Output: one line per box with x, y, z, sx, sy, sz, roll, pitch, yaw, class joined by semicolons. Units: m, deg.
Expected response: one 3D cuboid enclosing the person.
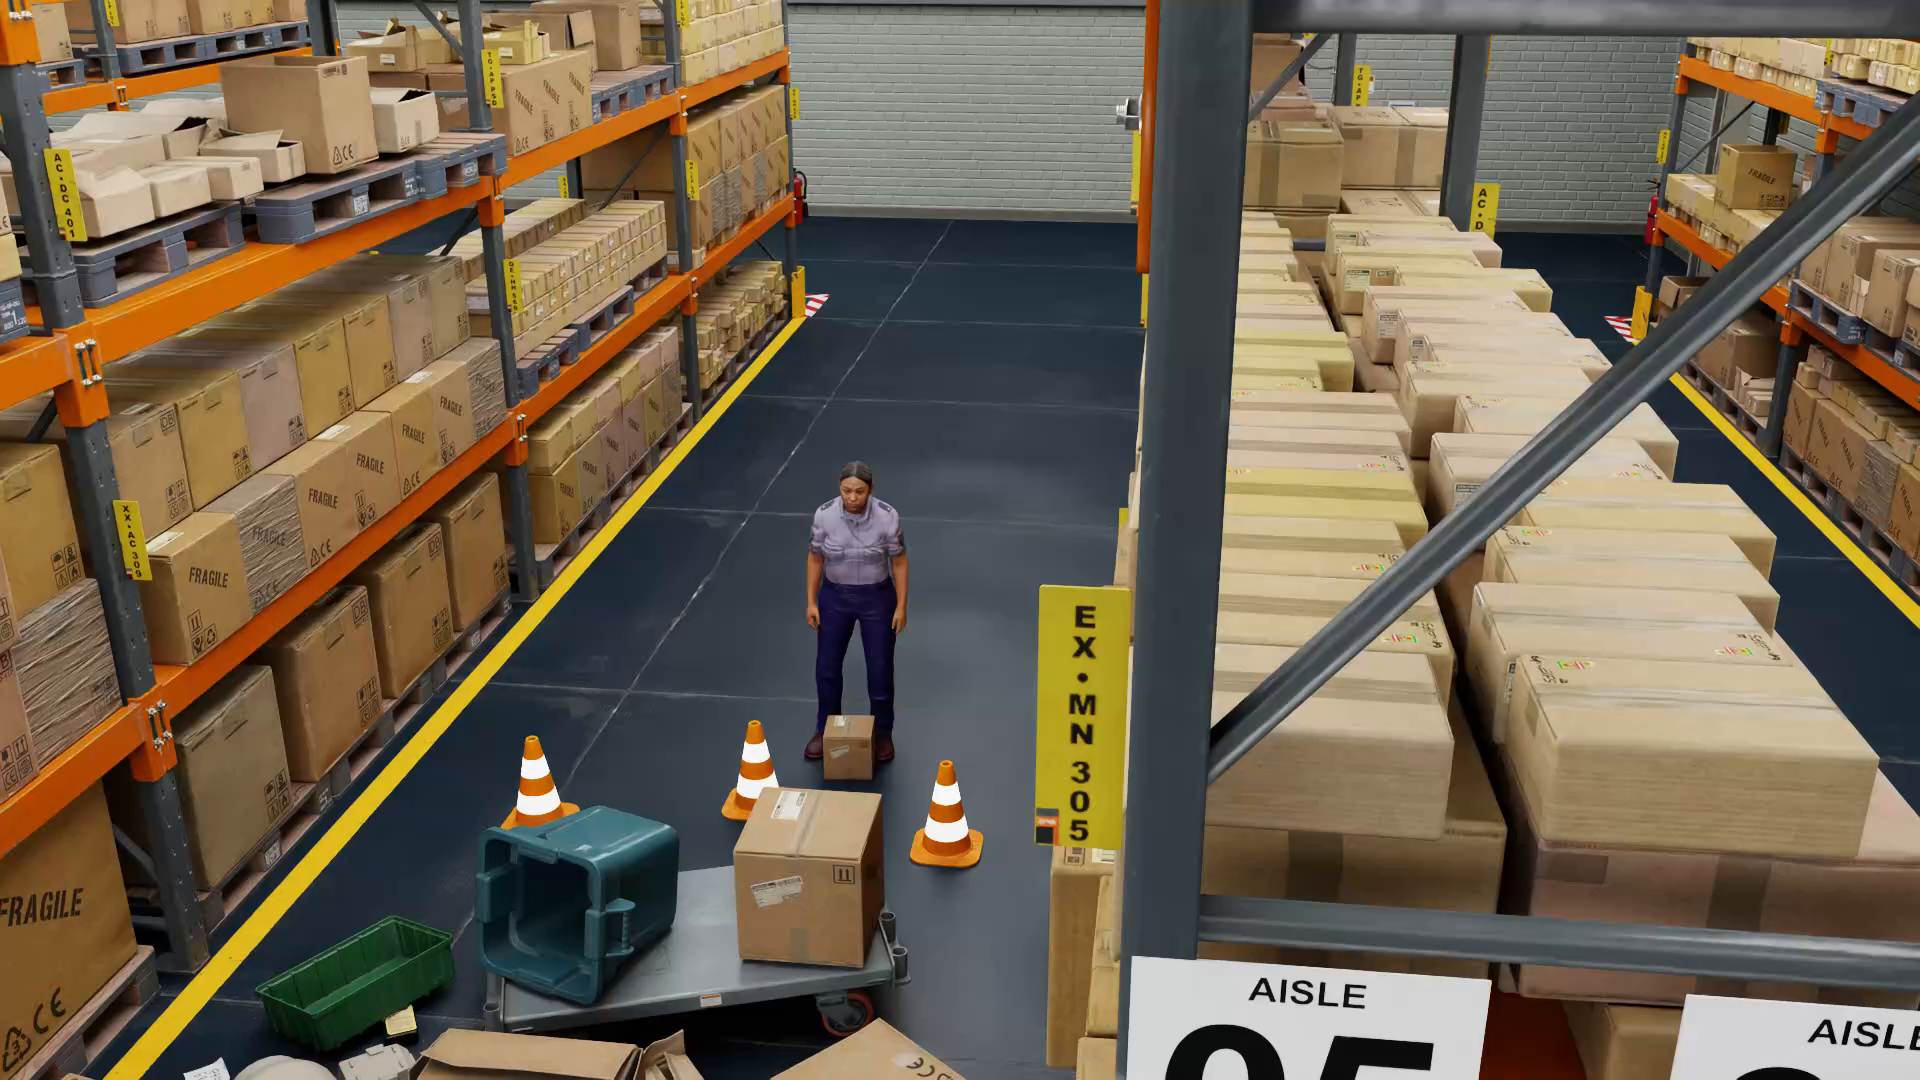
-0.547;0.349;8.699;0.557;1.652;0.364;2;21;5;person
